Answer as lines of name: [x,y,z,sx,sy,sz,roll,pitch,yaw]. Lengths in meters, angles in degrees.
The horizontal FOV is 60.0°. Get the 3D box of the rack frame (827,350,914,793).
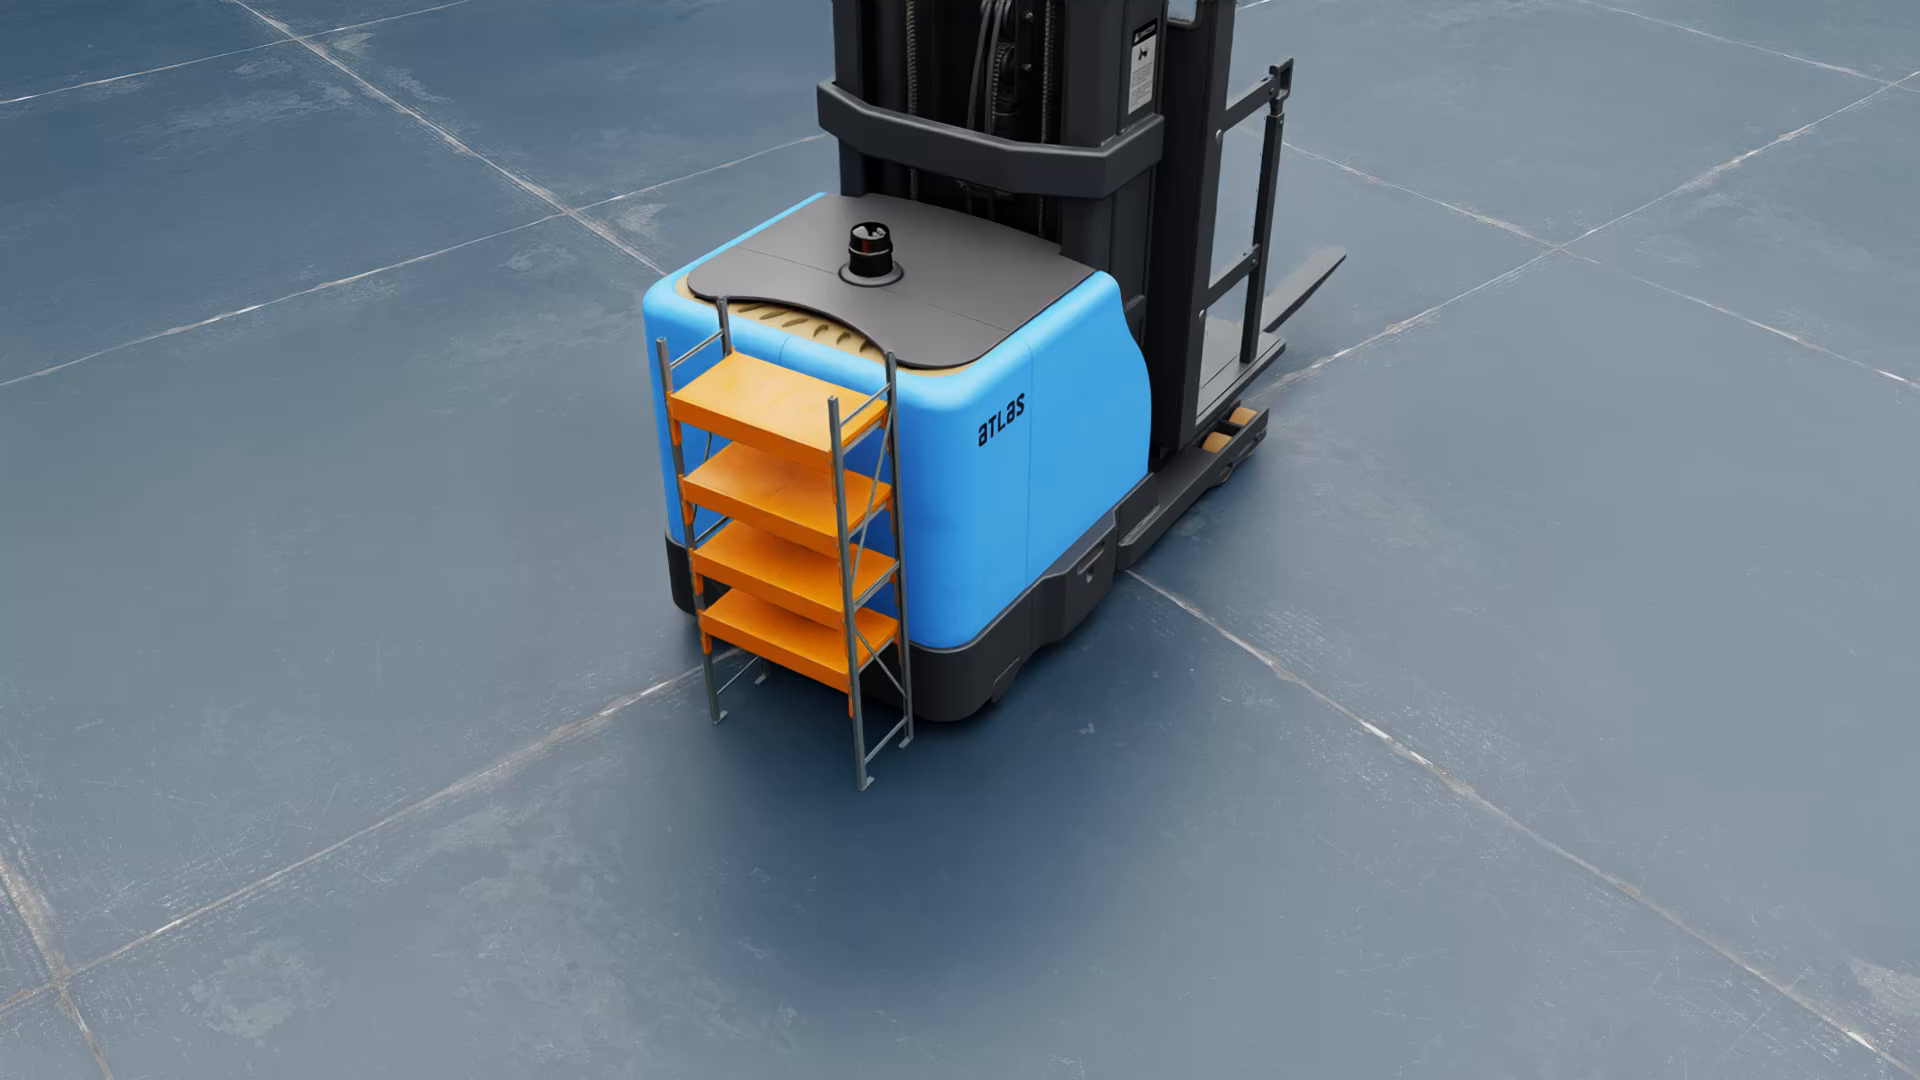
rack frame: [-0.206,0.113,4.044,0.015,1.200,0.240,20,42,26]

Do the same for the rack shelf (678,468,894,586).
rack shelf: [-0.415,-0.088,4.057,0.480,0.148,0.258,20,42,26]

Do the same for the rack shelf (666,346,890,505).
rack shelf: [-0.419,-0.277,3.915,0.480,0.148,0.258,20,42,26]

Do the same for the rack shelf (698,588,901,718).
rack shelf: [-0.407,0.250,4.311,0.480,0.148,0.258,20,42,26]

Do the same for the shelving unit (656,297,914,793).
shelving unit: [-0.412,0.037,4.151,0.503,1.200,0.258,20,42,26]

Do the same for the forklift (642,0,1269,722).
forklift: [0.086,-1.235,4.513,1.129,2.867,1.939,21,40,27]

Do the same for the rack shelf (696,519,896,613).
rack shelf: [-0.411,0.060,4.168,0.457,0.050,0.221,20,42,26]

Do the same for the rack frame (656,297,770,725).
rack frame: [-0.618,-0.038,4.258,0.015,1.200,0.240,20,42,26]
